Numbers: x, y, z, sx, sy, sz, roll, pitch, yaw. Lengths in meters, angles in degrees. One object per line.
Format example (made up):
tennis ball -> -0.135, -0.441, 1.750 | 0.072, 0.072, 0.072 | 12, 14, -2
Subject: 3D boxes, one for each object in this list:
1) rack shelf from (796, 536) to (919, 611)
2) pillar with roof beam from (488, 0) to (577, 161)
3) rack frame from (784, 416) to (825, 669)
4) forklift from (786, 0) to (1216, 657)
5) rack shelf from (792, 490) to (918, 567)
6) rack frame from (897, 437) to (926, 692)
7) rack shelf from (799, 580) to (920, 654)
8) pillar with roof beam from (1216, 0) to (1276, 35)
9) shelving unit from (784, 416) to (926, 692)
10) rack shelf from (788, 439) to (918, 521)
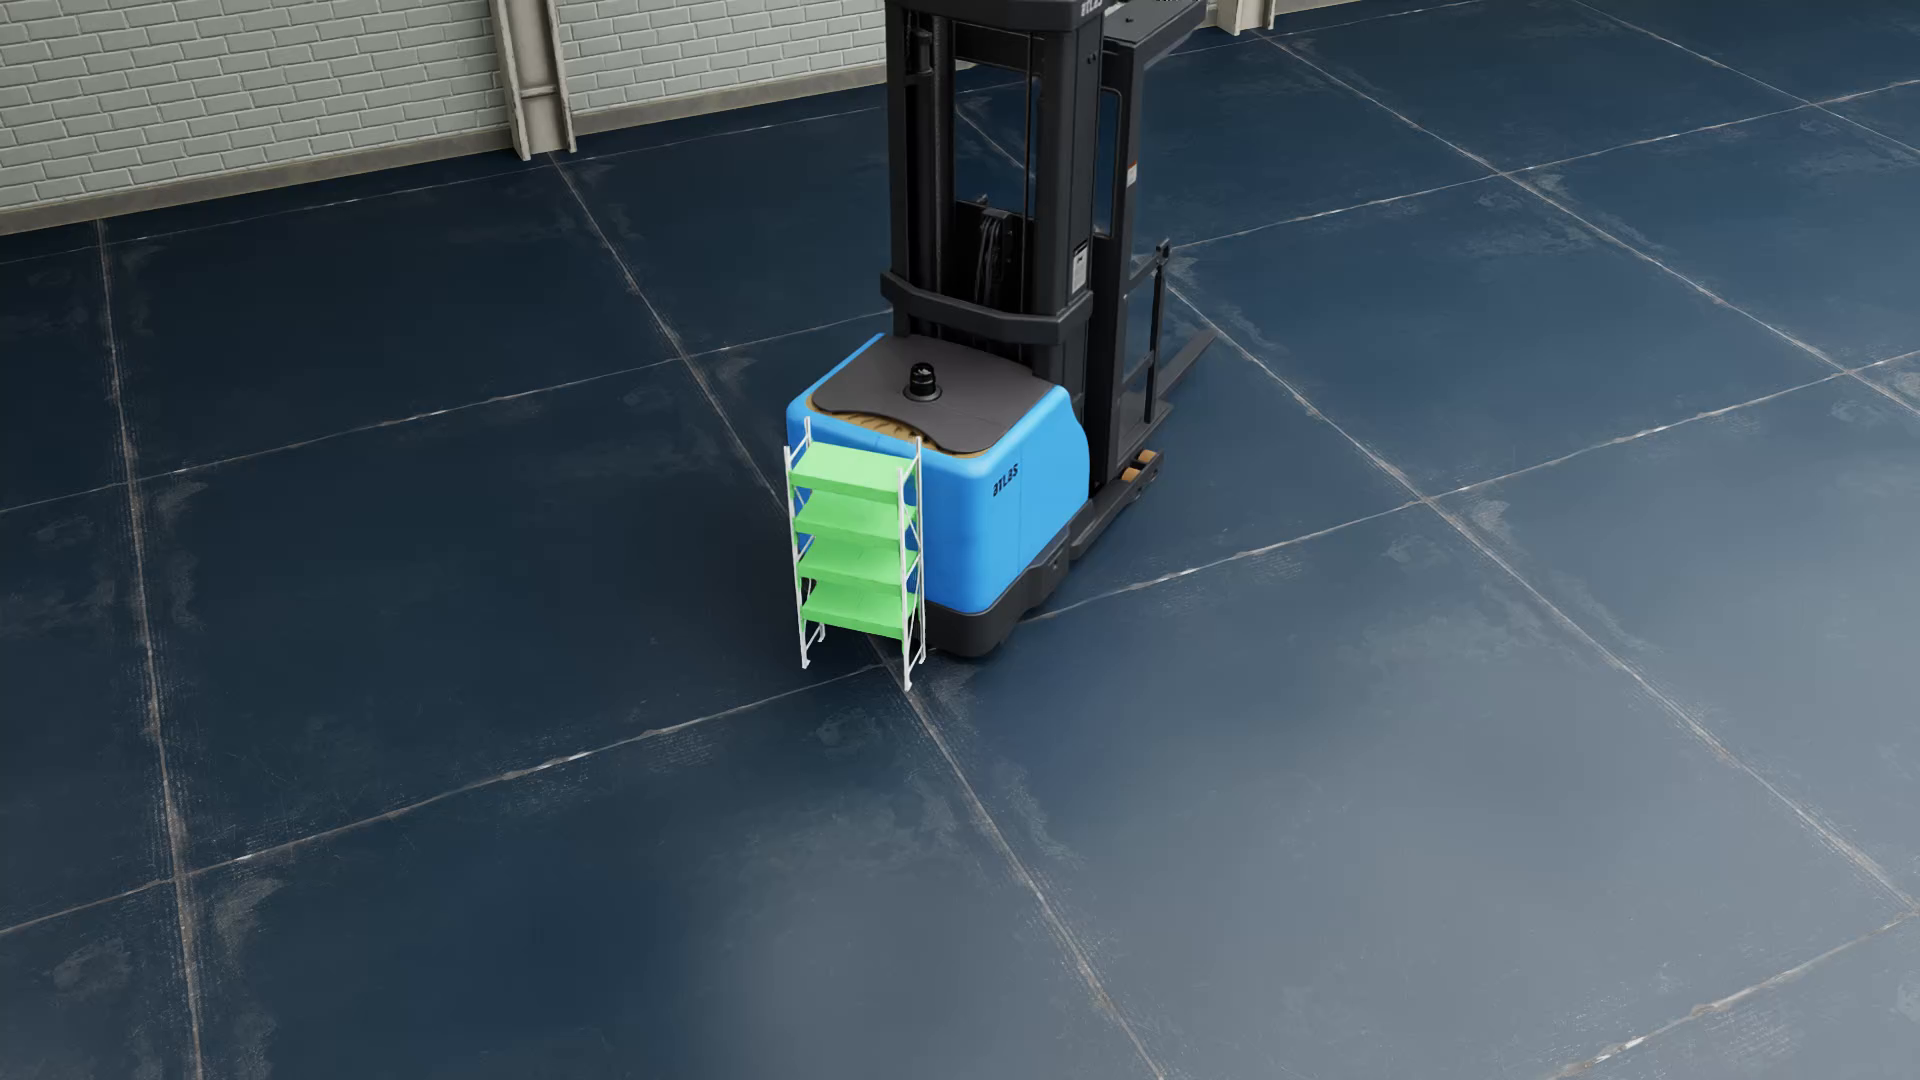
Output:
rack shelf -> -0.434, 0.129, 7.173 | 0.480, 0.148, 0.258 | 11, 39, 15
pillar with roof beam -> -1.188, -4.141, 6.280 | 0.400, 9.000, 9.100 | -16, 39, -20
rack frame -> -0.667, 0.033, 7.195 | 0.015, 1.200, 0.240 | 11, 39, 15
forklift -> 0.404, -1.508, 7.823 | 1.130, 2.935, 3.031 | 19, 41, 24
rack shelf -> -0.436, -0.062, 7.026 | 0.480, 0.148, 0.258 | 11, 39, 15
rack frame -> -0.203, 0.123, 7.072 | 0.015, 1.200, 0.240 | 11, 39, 15
rack shelf -> -0.433, 0.319, 7.319 | 0.480, 0.148, 0.258 | 11, 39, 15
pillar with roof beam -> 4.243, -5.660, 8.327 | 0.400, 9.000, 9.100 | -16, 39, -20
shelving unit -> -0.435, 0.078, 7.134 | 0.503, 1.200, 0.258 | 11, 39, 15
rack shelf -> -0.437, -0.252, 6.880 | 0.480, 0.148, 0.258 | 11, 39, 15
